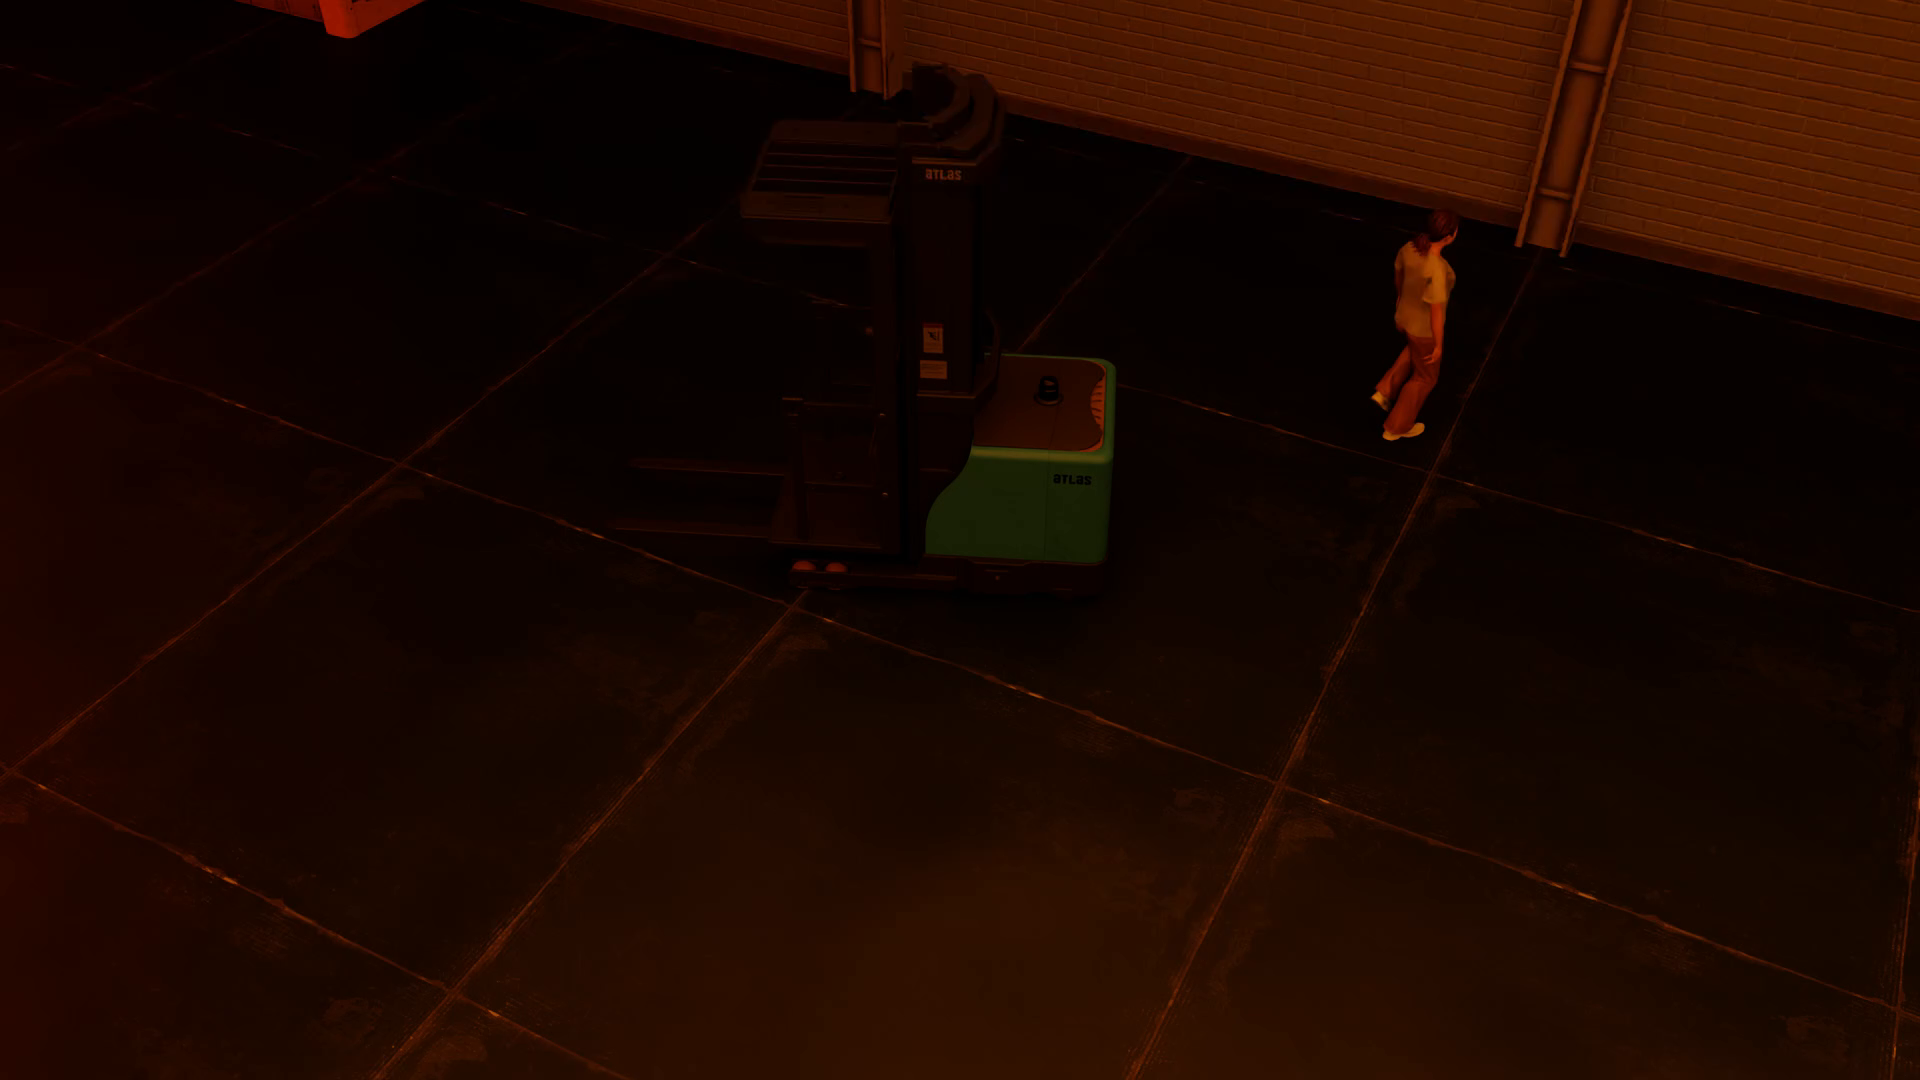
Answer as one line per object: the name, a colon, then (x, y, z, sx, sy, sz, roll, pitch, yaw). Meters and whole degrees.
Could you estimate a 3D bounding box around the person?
person: (2.971, -1.385, 10.623, 0.464, 1.655, 0.604, -15, 42, -17)

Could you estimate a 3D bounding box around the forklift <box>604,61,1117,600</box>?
forklift: (-0.606, -1.157, 9.360, 3.031, 2.935, 1.130, 3, 40, 4)
